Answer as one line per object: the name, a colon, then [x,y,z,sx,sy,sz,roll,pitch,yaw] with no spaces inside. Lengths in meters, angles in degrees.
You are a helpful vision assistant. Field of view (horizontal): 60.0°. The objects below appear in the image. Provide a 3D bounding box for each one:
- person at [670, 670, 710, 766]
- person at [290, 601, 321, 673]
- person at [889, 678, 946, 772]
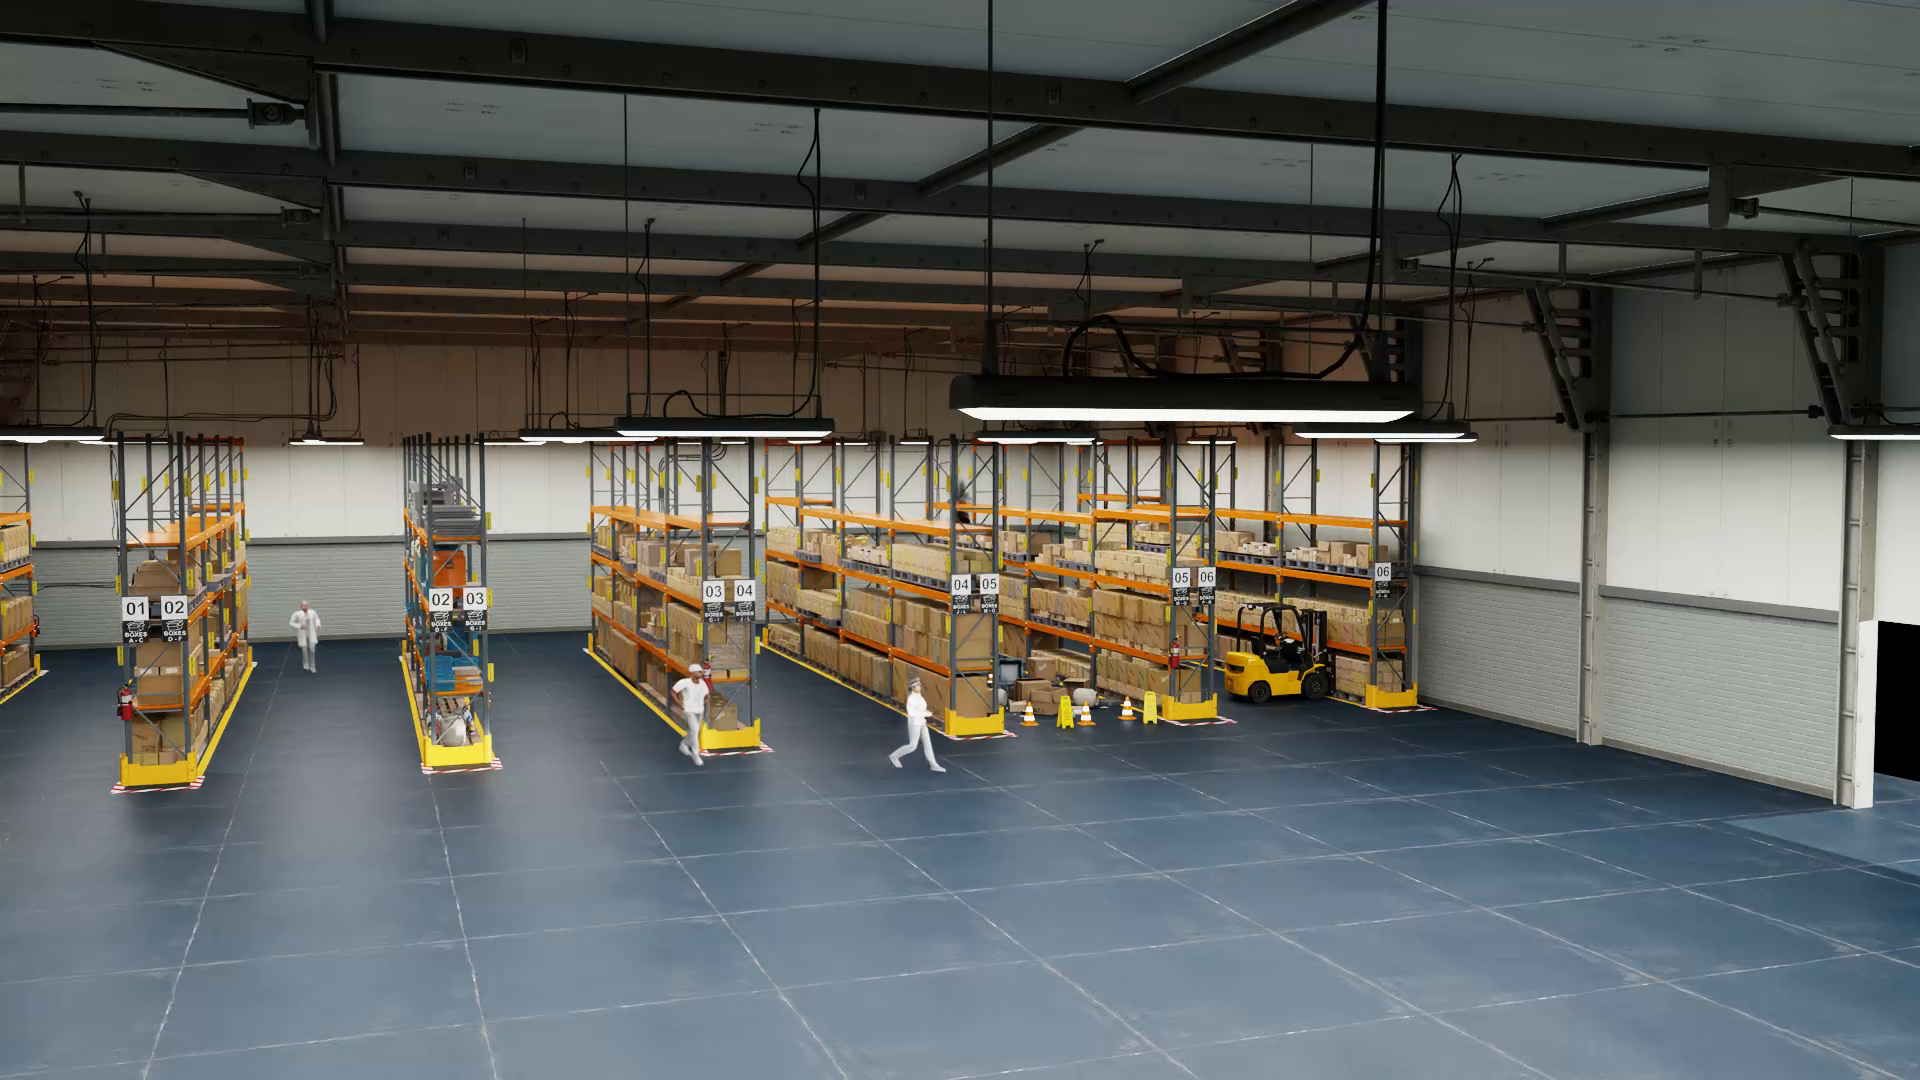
person: [-4.843,3.172,30.408,0.964,1.735,0.708,3,4,40]
person: [-16.750,2.482,42.549,0.746,1.836,0.924,-2,4,-35]
person: [-0.739,3.243,29.215,1.022,1.643,0.626,1,3,20]
